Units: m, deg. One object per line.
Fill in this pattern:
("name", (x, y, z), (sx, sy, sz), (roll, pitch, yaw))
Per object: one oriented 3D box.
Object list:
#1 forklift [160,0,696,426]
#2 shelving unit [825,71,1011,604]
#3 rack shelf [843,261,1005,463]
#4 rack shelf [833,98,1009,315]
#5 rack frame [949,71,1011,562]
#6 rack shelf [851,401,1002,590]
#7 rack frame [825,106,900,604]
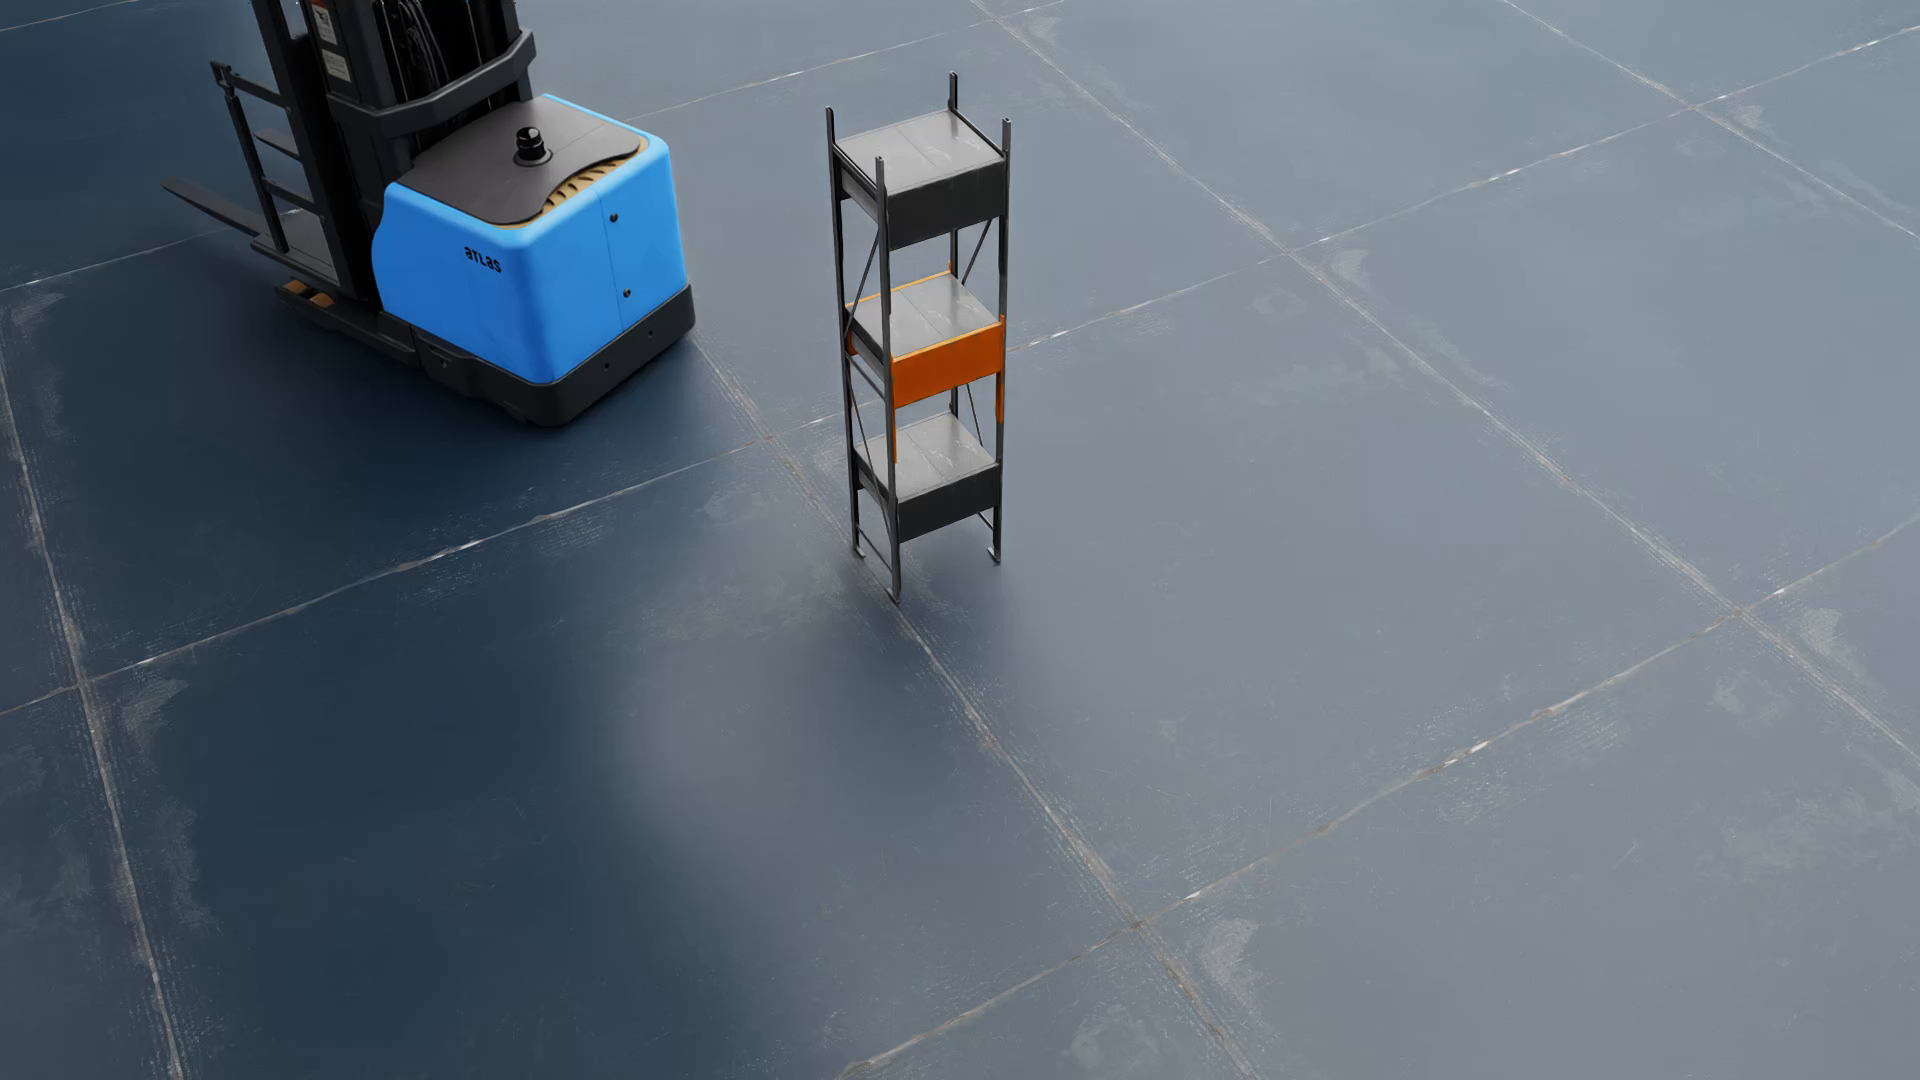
("forklift", (-2.805, -2.386, 7.534), (3.031, 2.935, 1.130), (25, 50, 24))
("shelving unit", (-0.144, -0.696, 6.389), (0.503, 2.100, 0.431), (-22, 48, -21))
("rack shelf", (-0.144, -0.686, 6.398), (0.480, 0.518, 0.431), (-22, 48, -21))
("rack shelf", (-0.144, -1.189, 5.911), (0.480, 0.518, 0.431), (-22, 48, -21))
("rack frame", (0.068, -0.781, 6.476), (0.015, 2.100, 0.400), (-22, 48, -21))
("rack shelf", (-0.144, -0.184, 6.886), (0.480, 0.518, 0.431), (-22, 48, -21))
("rack frame", (-0.355, -0.611, 6.302), (0.015, 2.100, 0.400), (-22, 48, -21))
